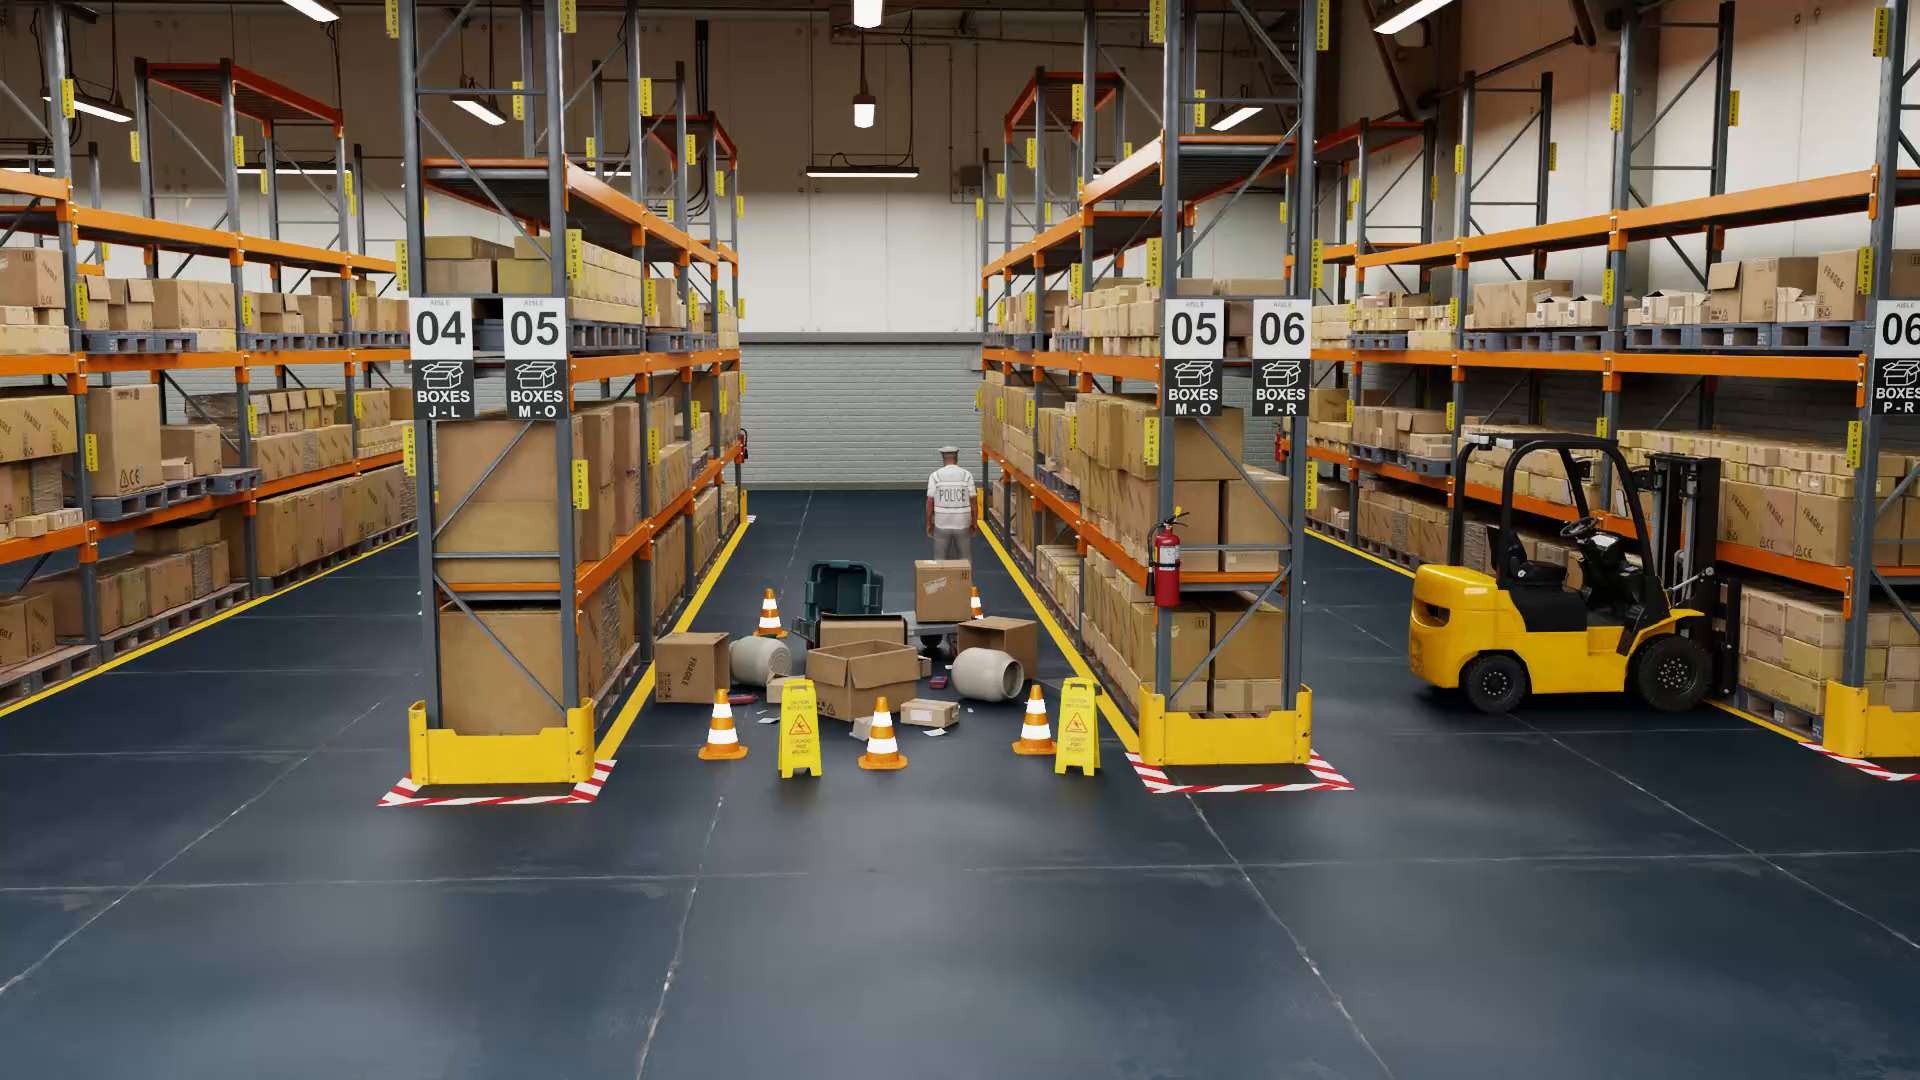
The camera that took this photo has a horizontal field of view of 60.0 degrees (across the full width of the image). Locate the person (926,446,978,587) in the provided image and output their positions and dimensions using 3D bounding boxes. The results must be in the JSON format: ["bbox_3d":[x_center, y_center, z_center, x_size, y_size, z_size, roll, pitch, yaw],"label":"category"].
[{"bbox_3d":[-0.087,-0.165,18.597,0.586,1.748,0.439,0,7,-3],"label":"person"}]
